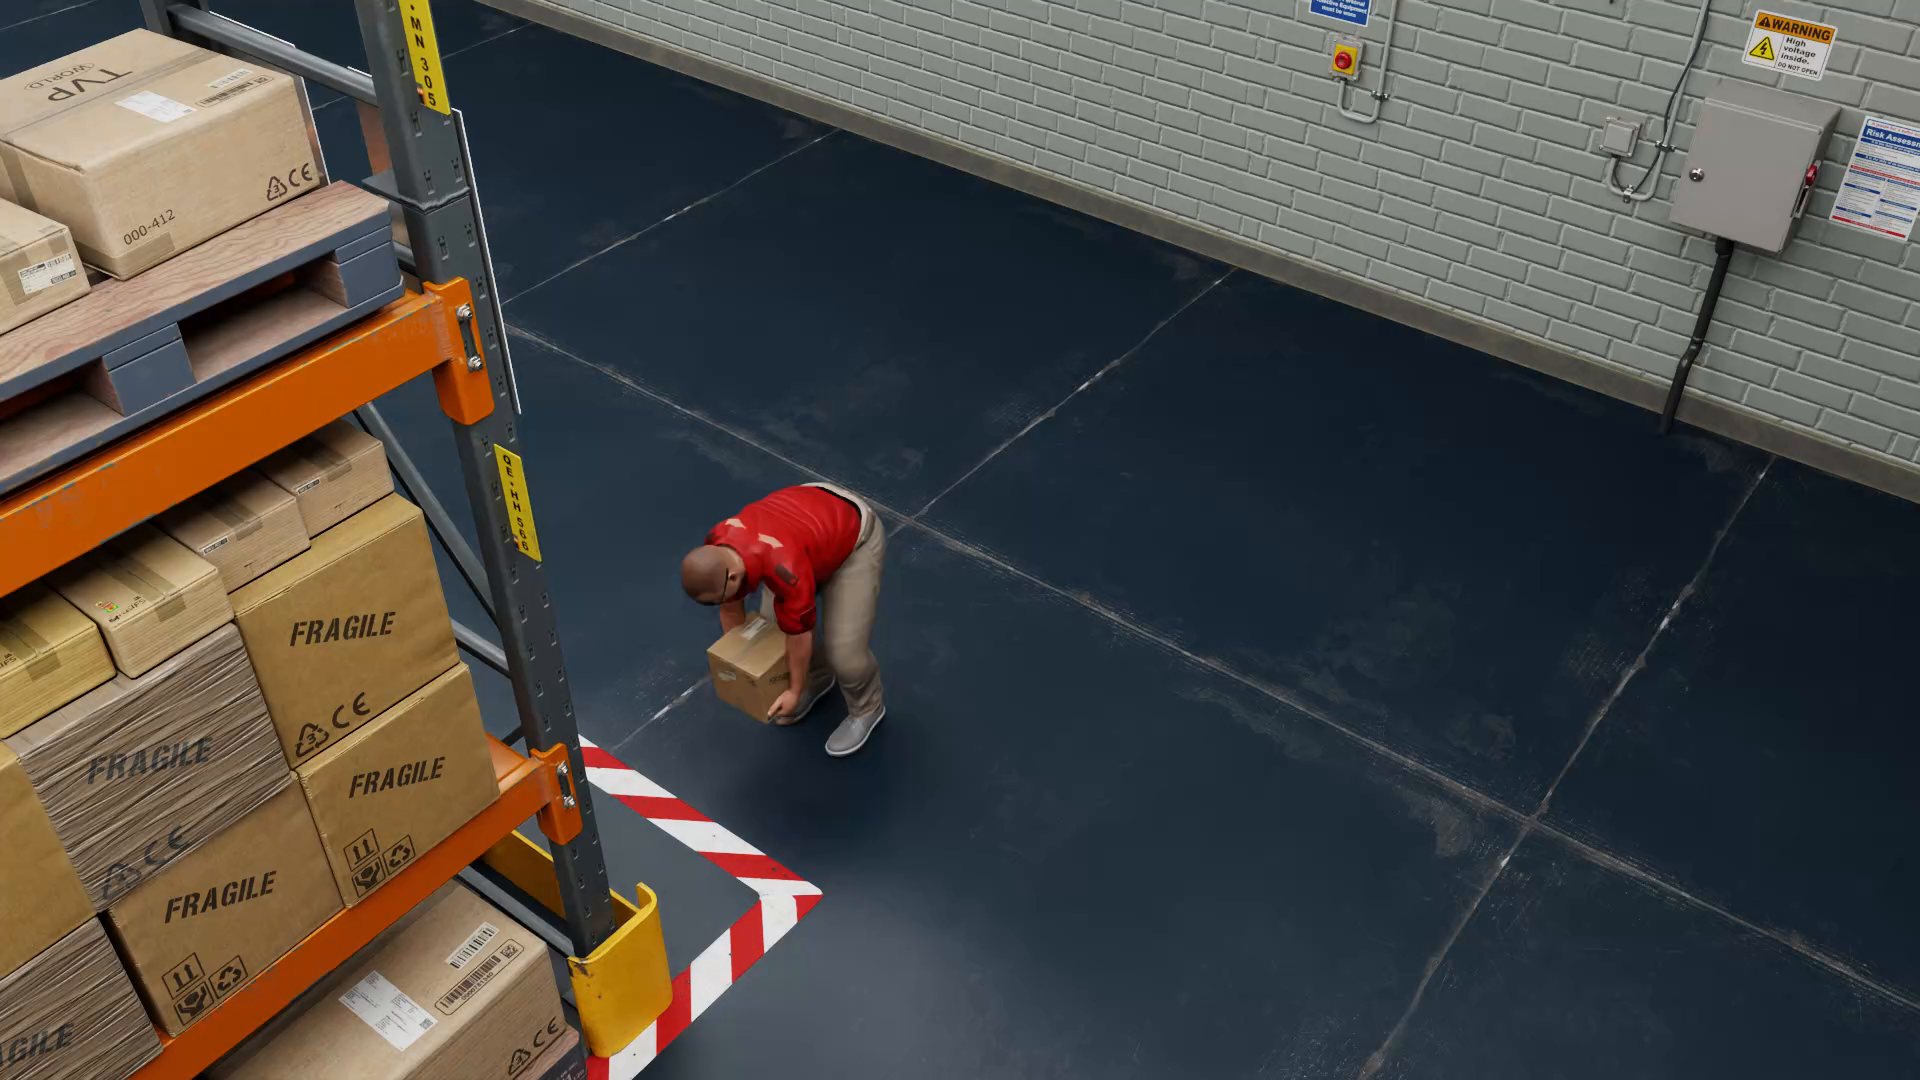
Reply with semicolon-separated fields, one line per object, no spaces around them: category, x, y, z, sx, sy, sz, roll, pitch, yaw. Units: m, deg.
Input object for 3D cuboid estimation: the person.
person;-0.647;0.331;6.140;0.483;1.250;0.925;24;45;27
